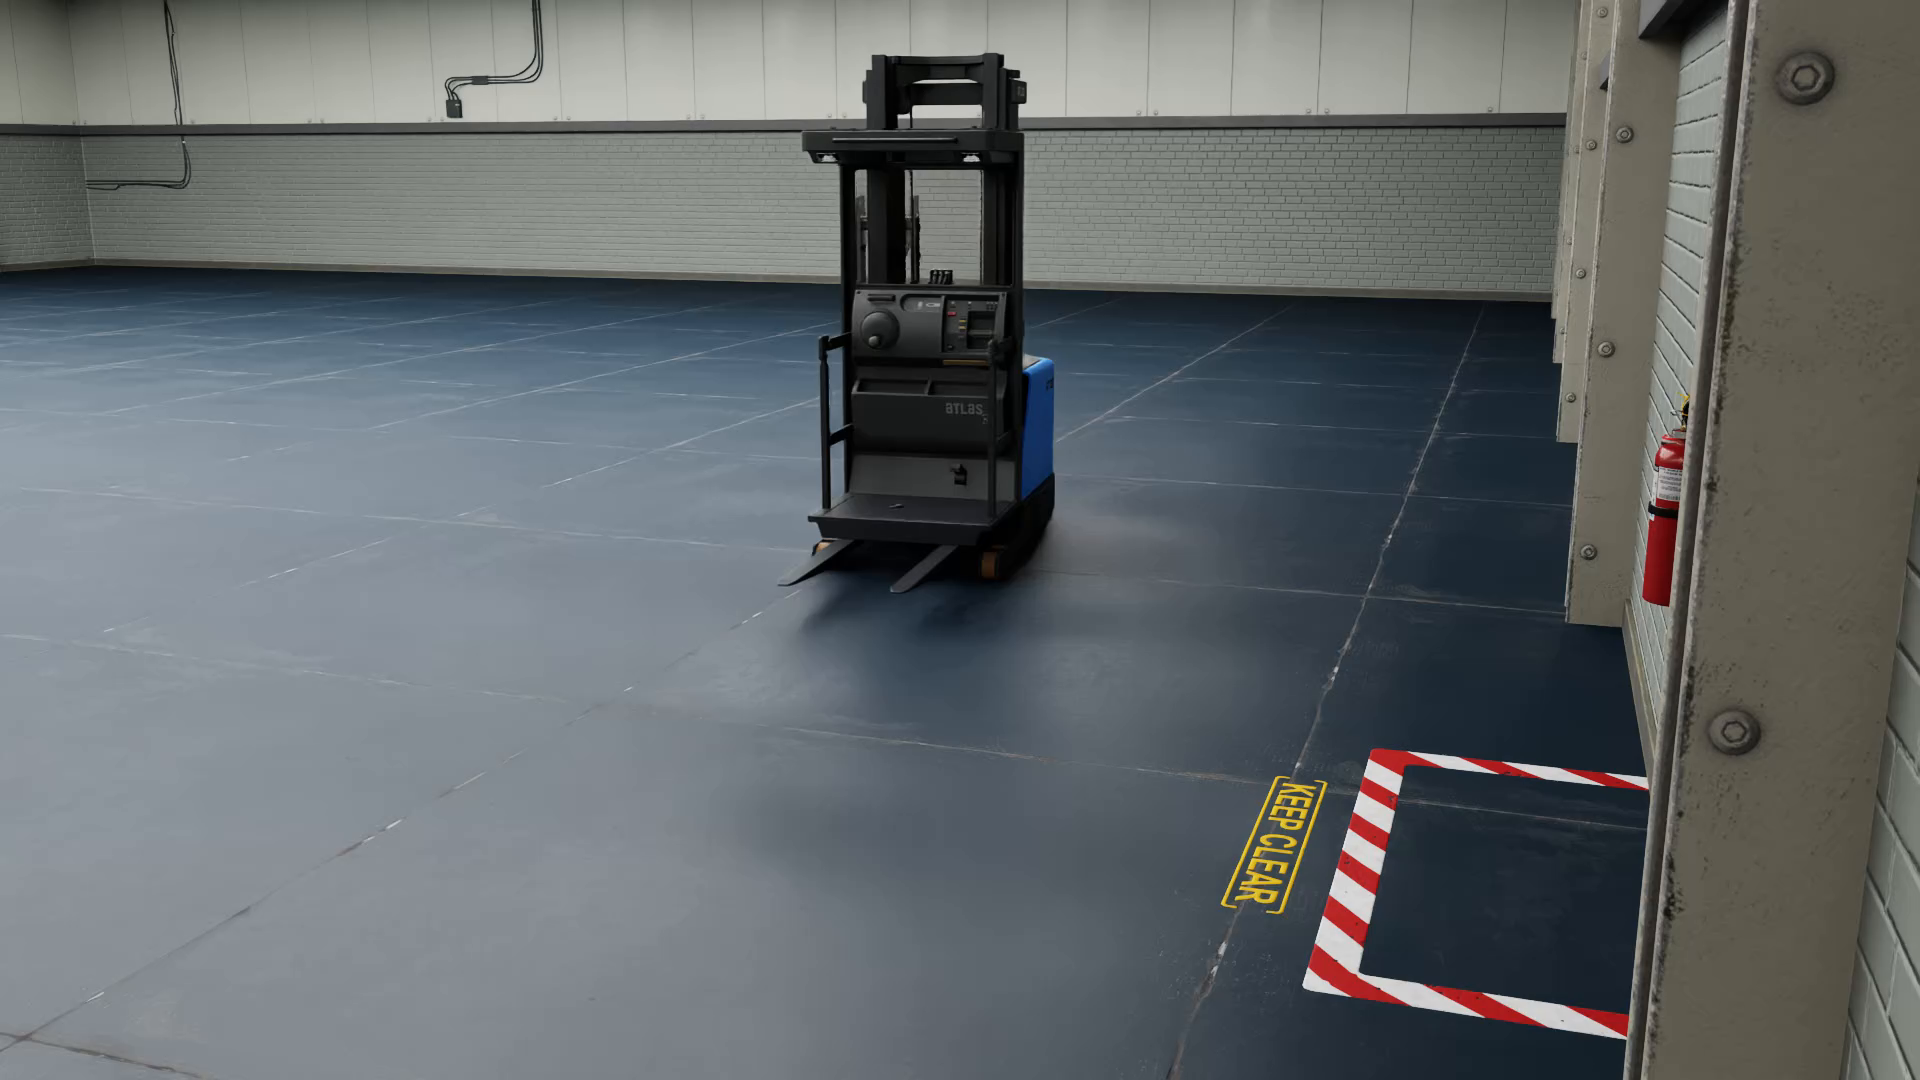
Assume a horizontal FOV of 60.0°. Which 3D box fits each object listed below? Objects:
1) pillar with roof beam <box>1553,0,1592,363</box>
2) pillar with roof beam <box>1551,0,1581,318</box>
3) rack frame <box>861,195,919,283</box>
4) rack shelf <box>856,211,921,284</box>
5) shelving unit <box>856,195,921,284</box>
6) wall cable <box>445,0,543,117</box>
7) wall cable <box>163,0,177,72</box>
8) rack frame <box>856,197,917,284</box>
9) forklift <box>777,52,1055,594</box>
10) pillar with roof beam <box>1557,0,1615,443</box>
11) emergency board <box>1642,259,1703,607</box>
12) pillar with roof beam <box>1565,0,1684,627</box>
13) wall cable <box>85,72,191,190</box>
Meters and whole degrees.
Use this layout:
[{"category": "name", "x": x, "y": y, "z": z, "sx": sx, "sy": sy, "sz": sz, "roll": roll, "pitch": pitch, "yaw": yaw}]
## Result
[{"category": "pillar with roof beam", "x": 3.156, "y": -6.826, "z": 20.172, "sx": 9.100, "sy": 9.000, "sz": 0.400, "roll": 4, "pitch": 14, "yaw": 18}, {"category": "pillar with roof beam", "x": 5.098, "y": -8.089, "z": 25.707, "sx": 9.100, "sy": 9.000, "sz": 0.400, "roll": 4, "pitch": 14, "yaw": 18}, {"category": "rack frame", "x": -0.486, "y": -1.353, "z": 11.698, "sx": 0.400, "sy": 2.100, "sz": 0.015, "roll": 0, "pitch": 13, "yaw": 0}, {"category": "rack shelf", "x": -0.487, "y": -1.968, "z": 11.308, "sx": 0.431, "sy": 0.518, "sz": 0.480, "roll": 0, "pitch": 13, "yaw": 0}, {"category": "shelving unit", "x": -0.487, "y": -1.299, "z": 11.461, "sx": 0.431, "sy": 2.100, "sz": 0.503, "roll": 0, "pitch": 13, "yaw": 0}, {"category": "wall cable", "x": -9.452, "y": -11.544, "z": 33.199, "sx": 2.305, "sy": 6.003, "sz": 0.169, "roll": 4, "pitch": 14, "yaw": 18}, {"category": "wall cable", "x": -15.870, "y": -11.326, "z": 35.516, "sx": 3.097, "sy": 2.526, "sz": 0.112, "roll": 4, "pitch": 14, "yaw": 18}, {"category": "rack frame", "x": -0.489, "y": -1.245, "z": 11.223, "sx": 0.400, "sy": 2.100, "sz": 0.015, "roll": 0, "pitch": 13, "yaw": 0}, {"category": "forklift", "x": -0.232, "y": -1.293, "z": 9.567, "sx": 1.130, "sy": 2.935, "sz": 3.031, "roll": 3, "pitch": 13, "yaw": 14}, {"category": "pillar with roof beam", "x": 1.215, "y": -5.563, "z": 14.637, "sx": 9.100, "sy": 9.000, "sz": 0.400, "roll": 4, "pitch": 14, "yaw": 18}, {"category": "emergency board", "x": 2.241, "y": -0.319, "z": 5.145, "sx": 0.194, "sy": 1.169, "sz": 0.643, "roll": 4, "pitch": 14, "yaw": 18}, {"category": "pillar with roof beam", "x": -0.726, "y": -4.300, "z": 9.103, "sx": 9.100, "sy": 9.000, "sz": 0.400, "roll": 4, "pitch": 14, "yaw": 18}, {"category": "wall cable", "x": -18.430, "y": -9.059, "z": 36.932, "sx": 3.097, "sy": 2.526, "sz": 0.112, "roll": 4, "pitch": 14, "yaw": 18}]
